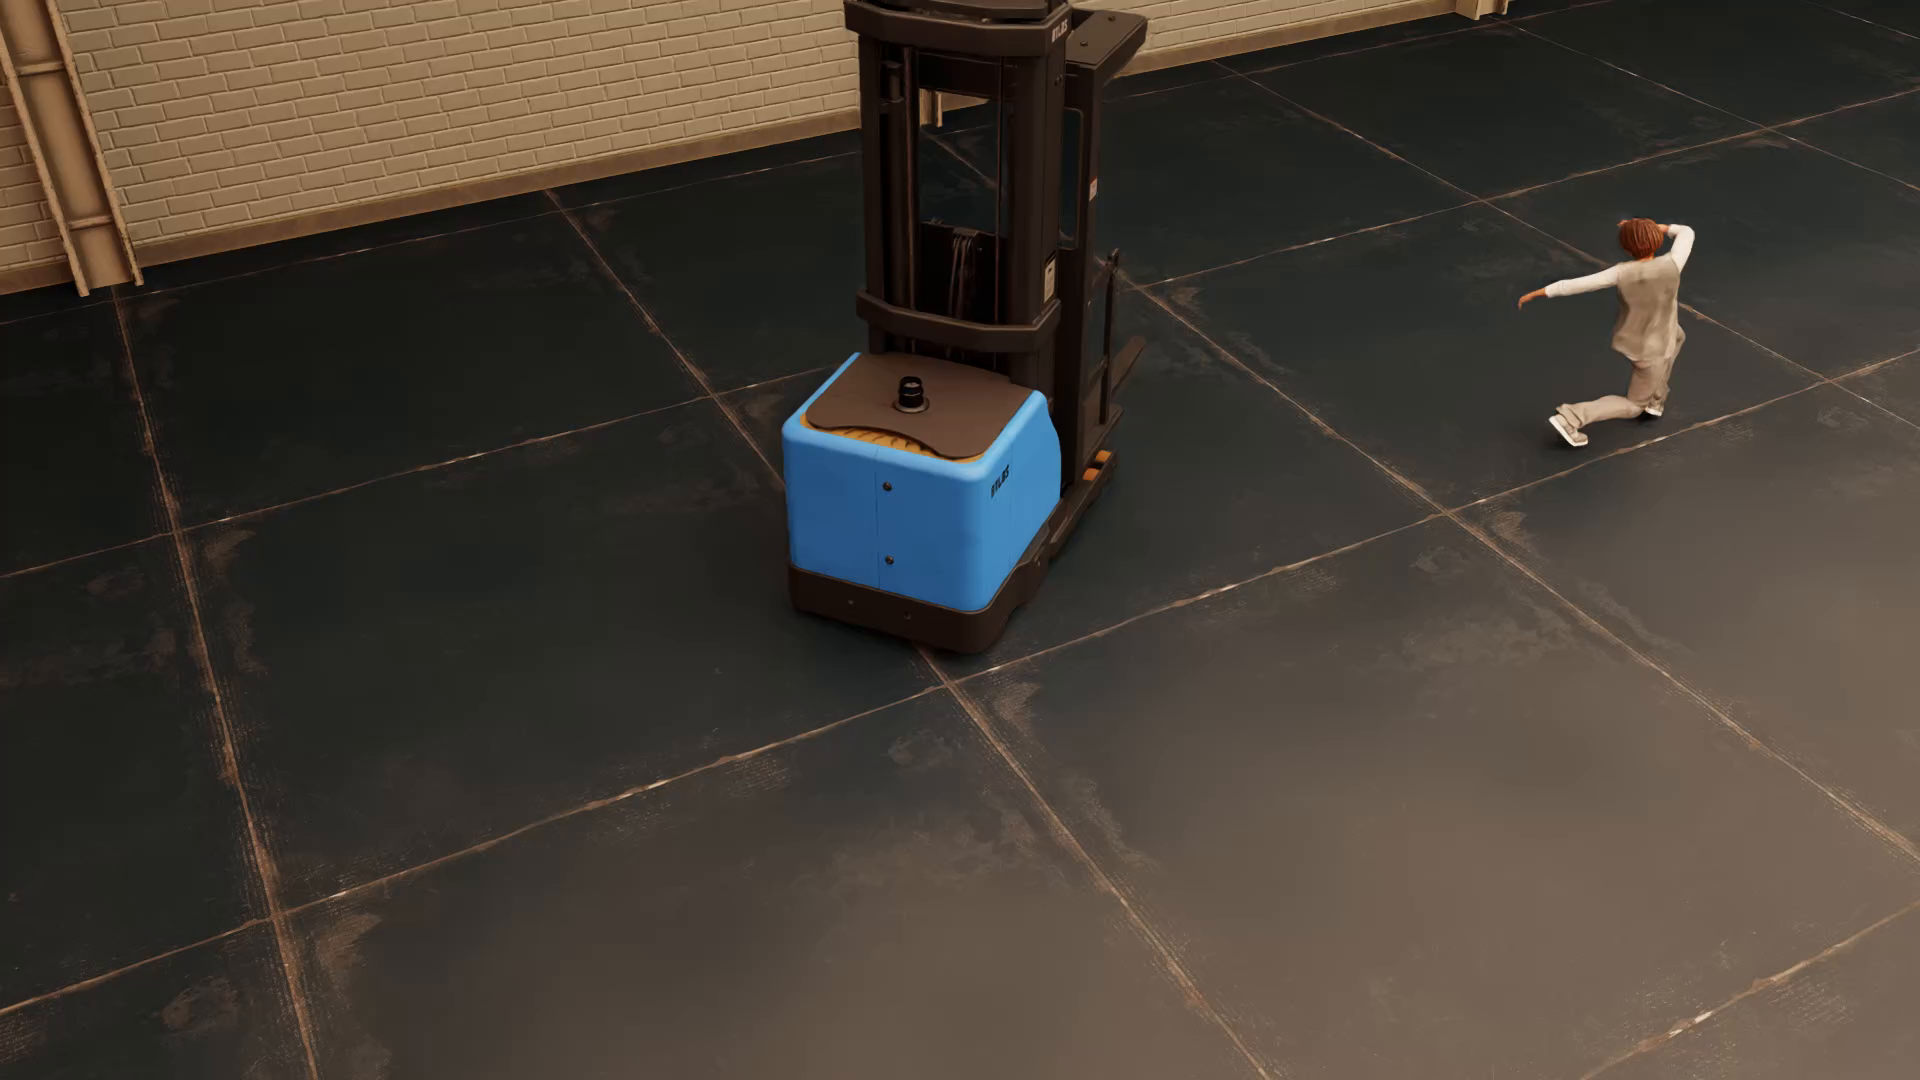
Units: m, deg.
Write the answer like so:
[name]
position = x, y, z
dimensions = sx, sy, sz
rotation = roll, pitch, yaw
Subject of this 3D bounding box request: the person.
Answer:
[person]
position = 3.626, -1.243, 9.276
dimensions = 0.887, 1.325, 0.780
rotation = -24, 42, -30

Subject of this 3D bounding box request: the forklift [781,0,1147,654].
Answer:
[forklift]
position = 0.215, -1.508, 8.256
dimensions = 1.130, 2.935, 3.031
rotation = 14, 38, 19
